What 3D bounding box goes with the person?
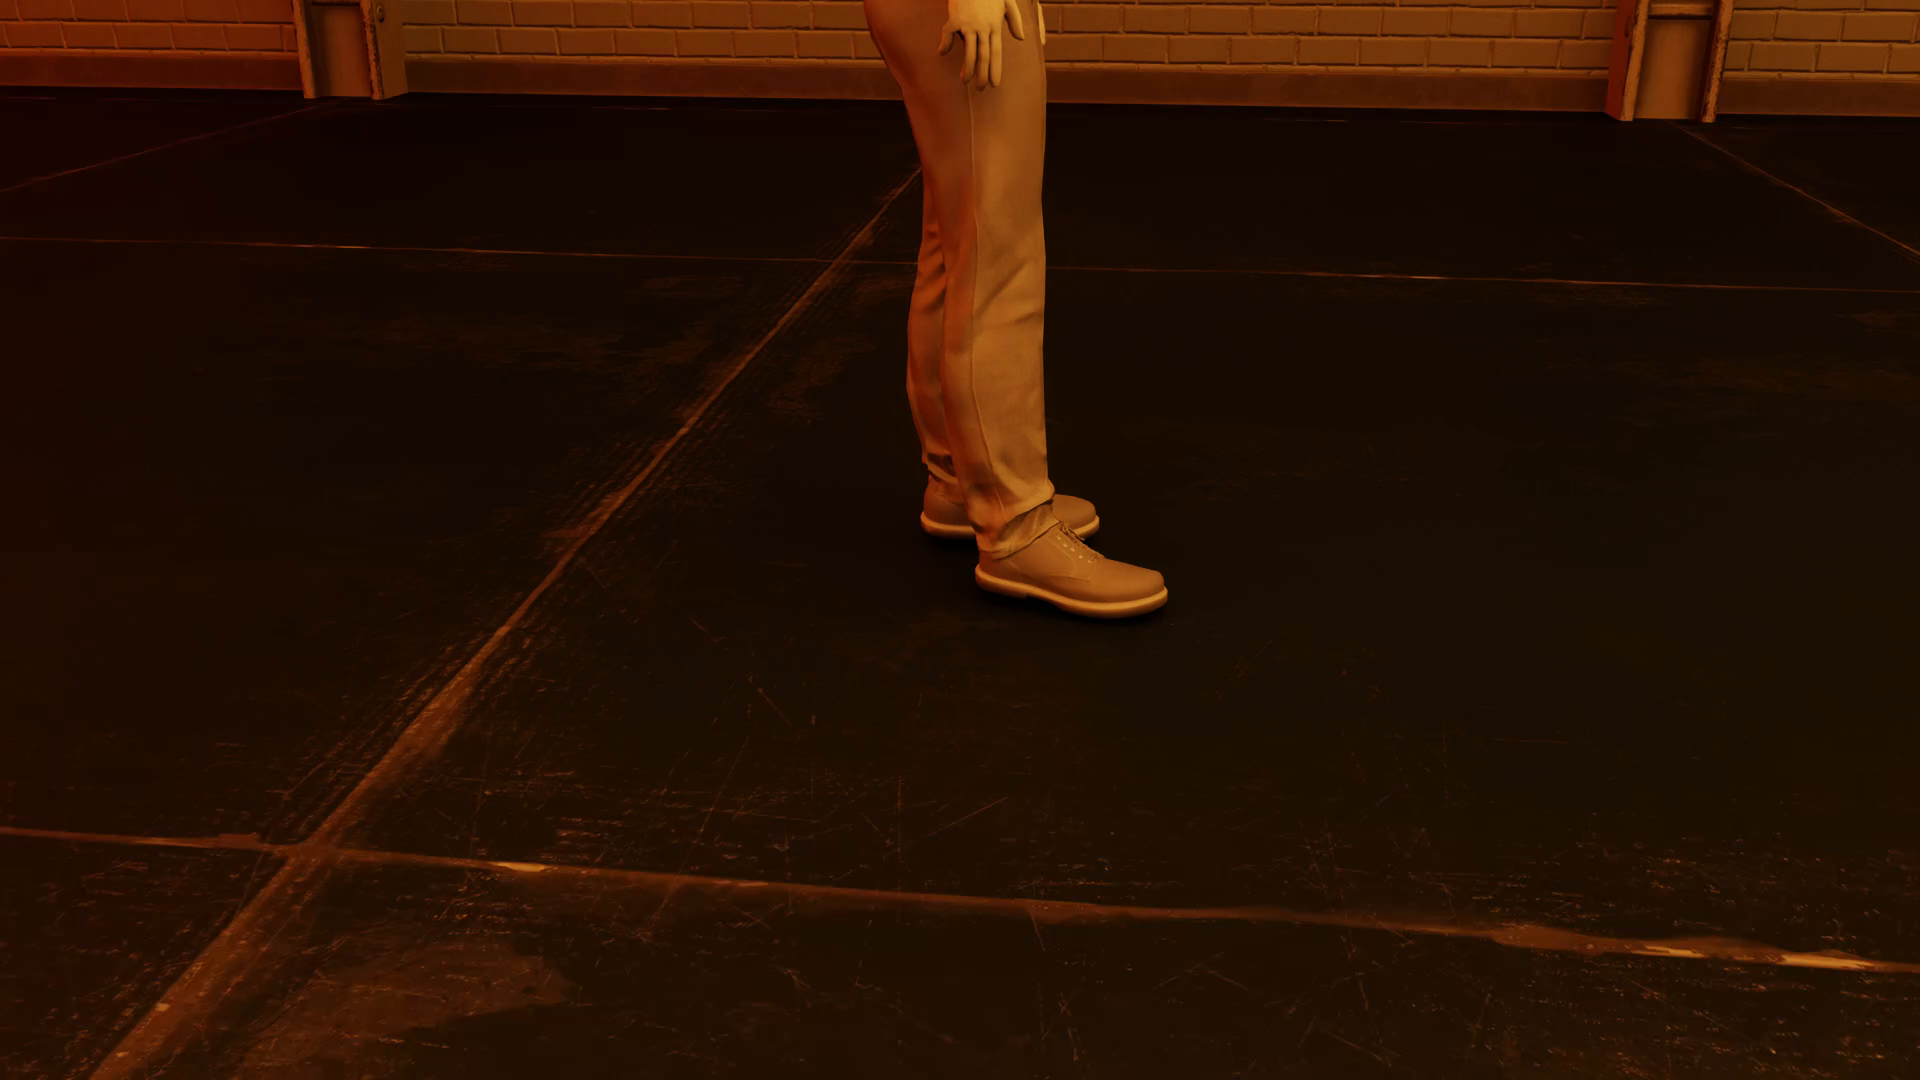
[{"bbox_3d":[0.067,-0.787,2.343,0.530,1.694,0.586,3,22,7],"label":"person"}]
